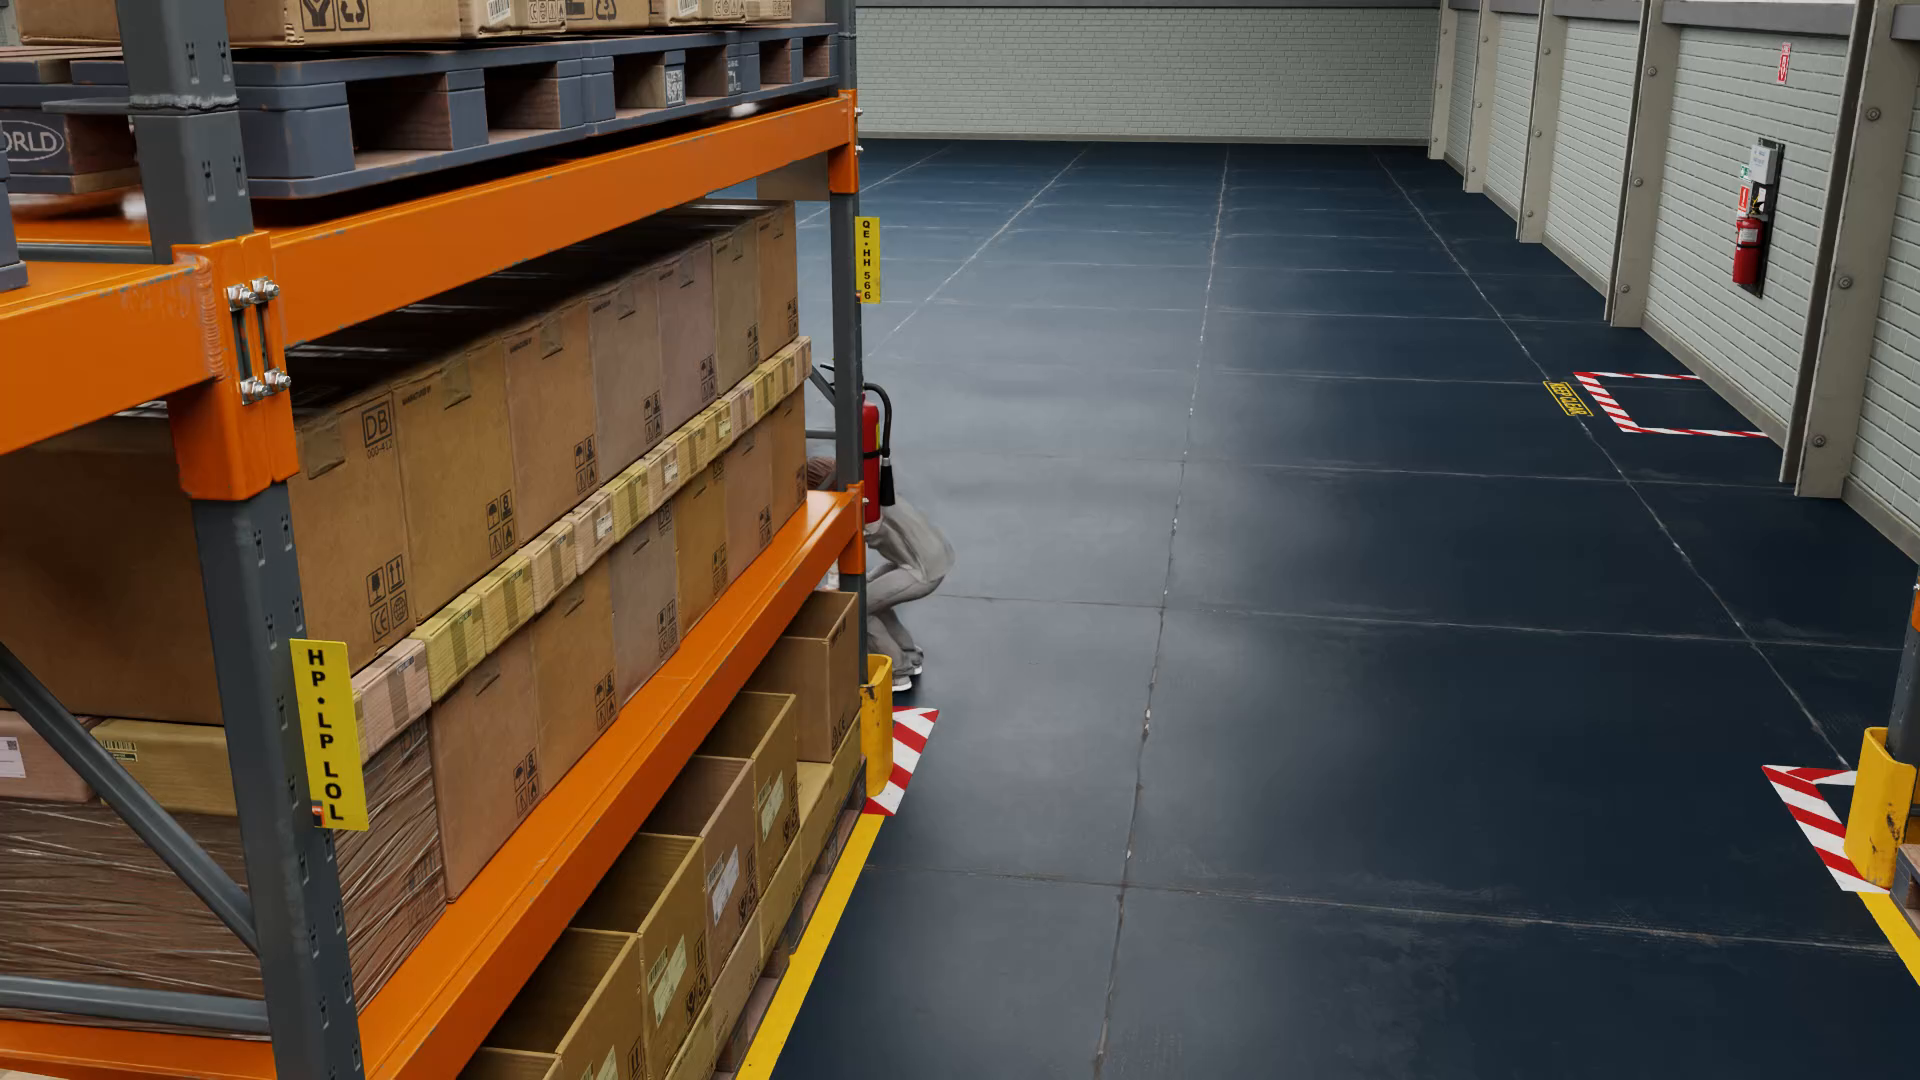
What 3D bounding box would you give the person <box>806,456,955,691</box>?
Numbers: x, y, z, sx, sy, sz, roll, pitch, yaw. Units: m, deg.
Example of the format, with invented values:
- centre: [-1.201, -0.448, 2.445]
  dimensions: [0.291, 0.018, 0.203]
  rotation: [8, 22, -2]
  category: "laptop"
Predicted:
- centre: [-0.392, 0.162, 7.834]
  dimensions: [0.736, 1.130, 0.463]
  rotation: [2, 18, 5]
  category: "person"
